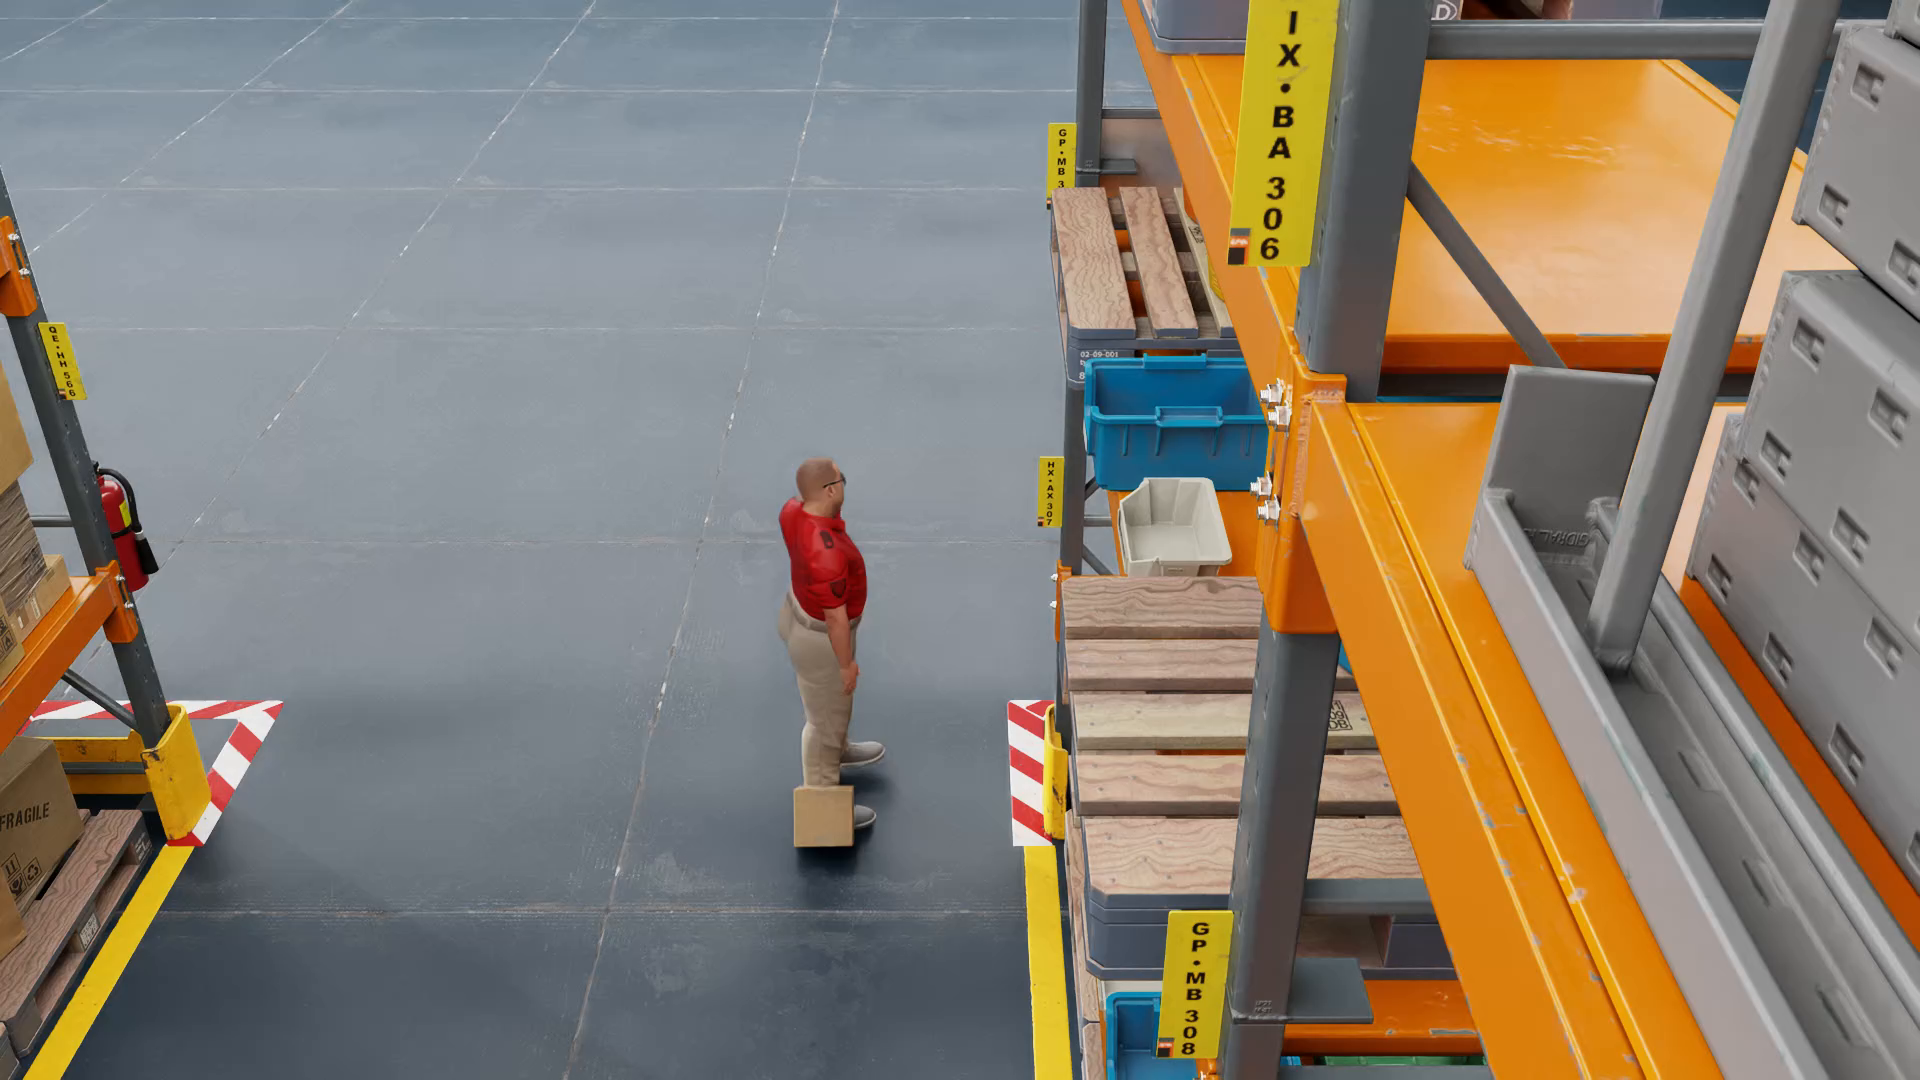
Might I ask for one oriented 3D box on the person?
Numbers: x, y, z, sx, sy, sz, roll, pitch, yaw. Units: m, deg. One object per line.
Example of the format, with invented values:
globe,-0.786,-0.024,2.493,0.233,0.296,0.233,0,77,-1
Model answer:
person,-0.578,0.367,7.337,0.641,1.709,0.563,27,40,37
